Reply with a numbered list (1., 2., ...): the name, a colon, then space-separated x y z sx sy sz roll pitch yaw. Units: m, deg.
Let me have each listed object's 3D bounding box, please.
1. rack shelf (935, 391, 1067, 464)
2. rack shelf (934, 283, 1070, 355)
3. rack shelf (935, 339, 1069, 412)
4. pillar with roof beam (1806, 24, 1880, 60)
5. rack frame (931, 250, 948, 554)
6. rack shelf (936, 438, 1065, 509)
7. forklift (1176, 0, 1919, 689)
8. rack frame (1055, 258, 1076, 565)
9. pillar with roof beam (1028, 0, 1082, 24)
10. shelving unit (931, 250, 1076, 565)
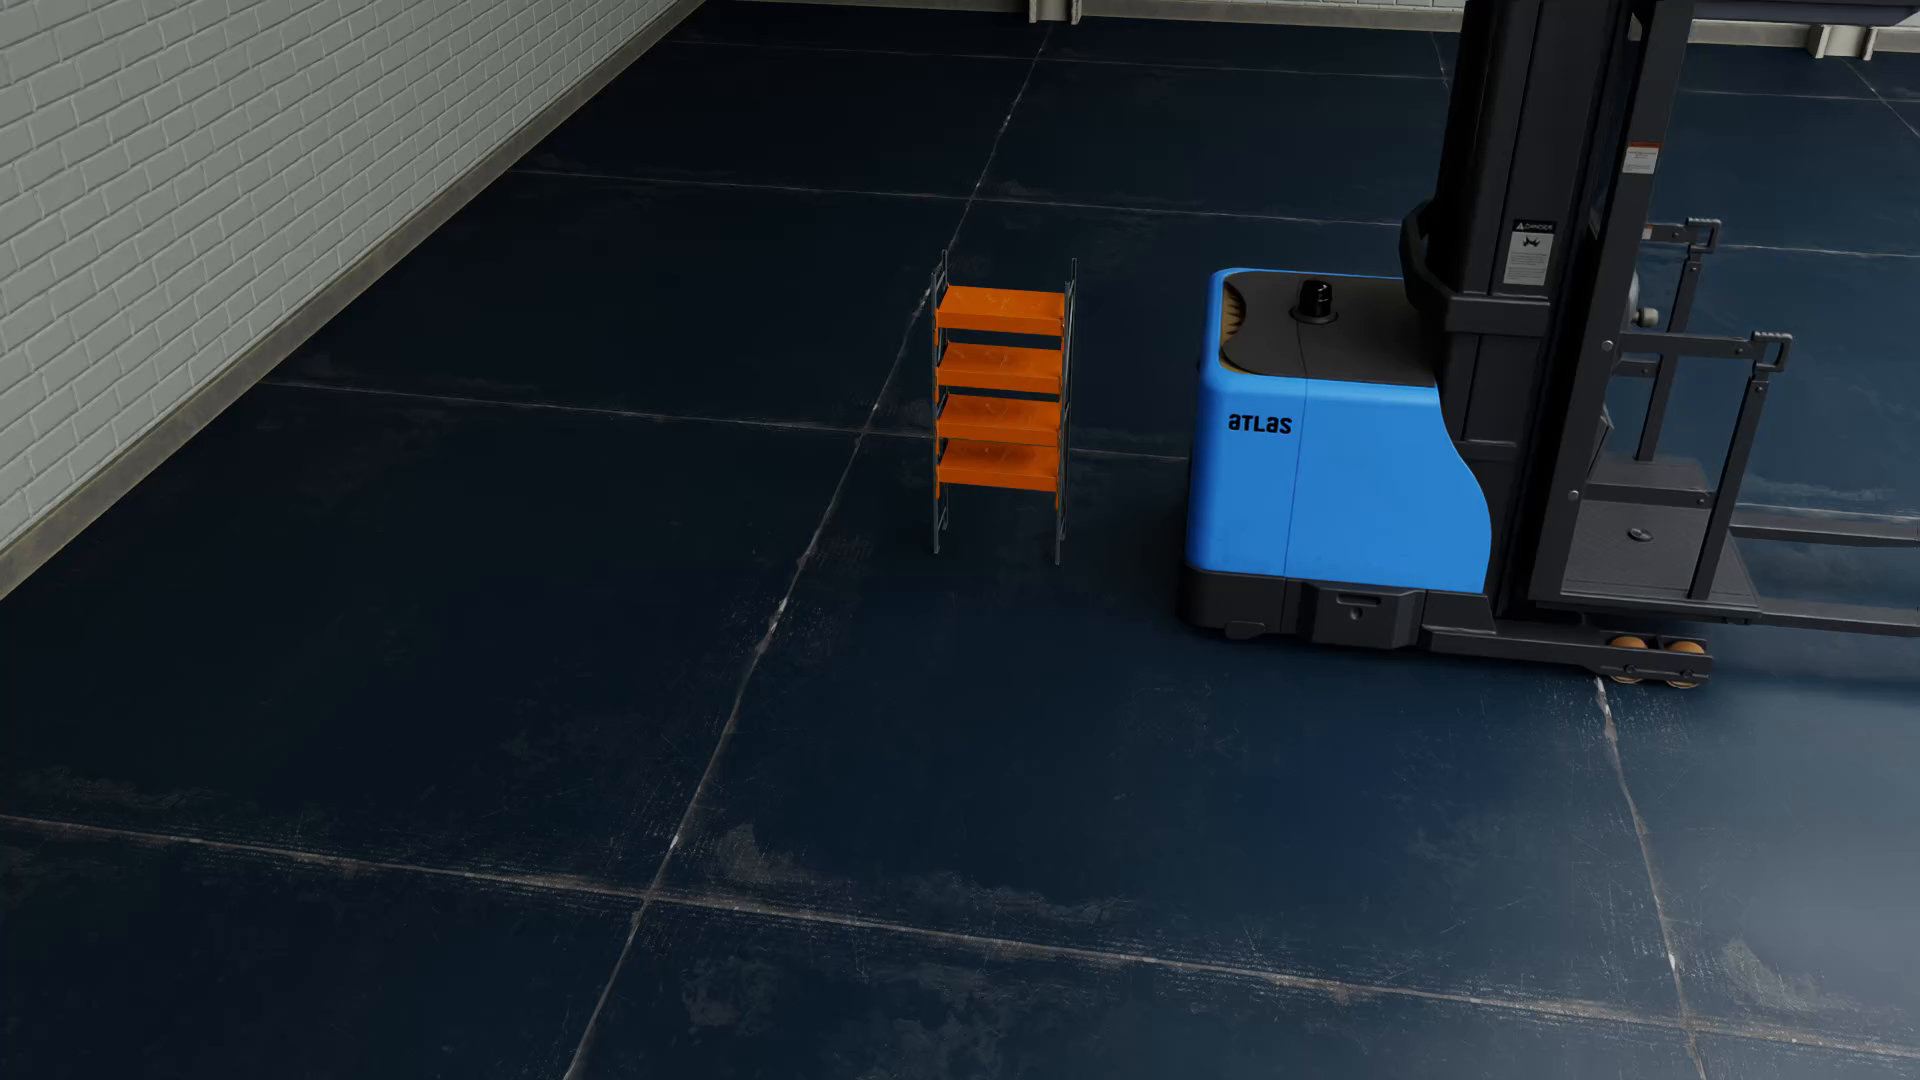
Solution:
1. rack shelf: 0.163 -0.437 6.444 0.480 0.148 0.258 5 32 8
2. rack shelf: 0.163 -0.827 6.200 0.480 0.148 0.258 5 32 8
3. rack shelf: 0.163 -0.626 6.325 0.480 0.148 0.258 5 32 8
4. pillar with roof beam: 5.964 -5.274 6.694 0.400 9.000 9.100 5 32 8
5. rack frame: -0.077 -0.516 6.443 0.015 1.200 0.240 5 32 8
6. rack shelf: 0.163 -0.268 6.549 0.480 0.148 0.258 5 32 8
7. forklift: 2.368 -1.019 5.616 3.031 2.935 1.130 5 32 8
8. rack frame: 0.404 -0.472 6.373 0.015 1.200 0.240 5 32 8
9. pillar with roof beam: 0.050 -5.809 7.549 0.400 9.000 9.100 5 32 8
10. shelving unit: 0.163 -0.494 6.408 0.503 1.200 0.258 5 32 8
